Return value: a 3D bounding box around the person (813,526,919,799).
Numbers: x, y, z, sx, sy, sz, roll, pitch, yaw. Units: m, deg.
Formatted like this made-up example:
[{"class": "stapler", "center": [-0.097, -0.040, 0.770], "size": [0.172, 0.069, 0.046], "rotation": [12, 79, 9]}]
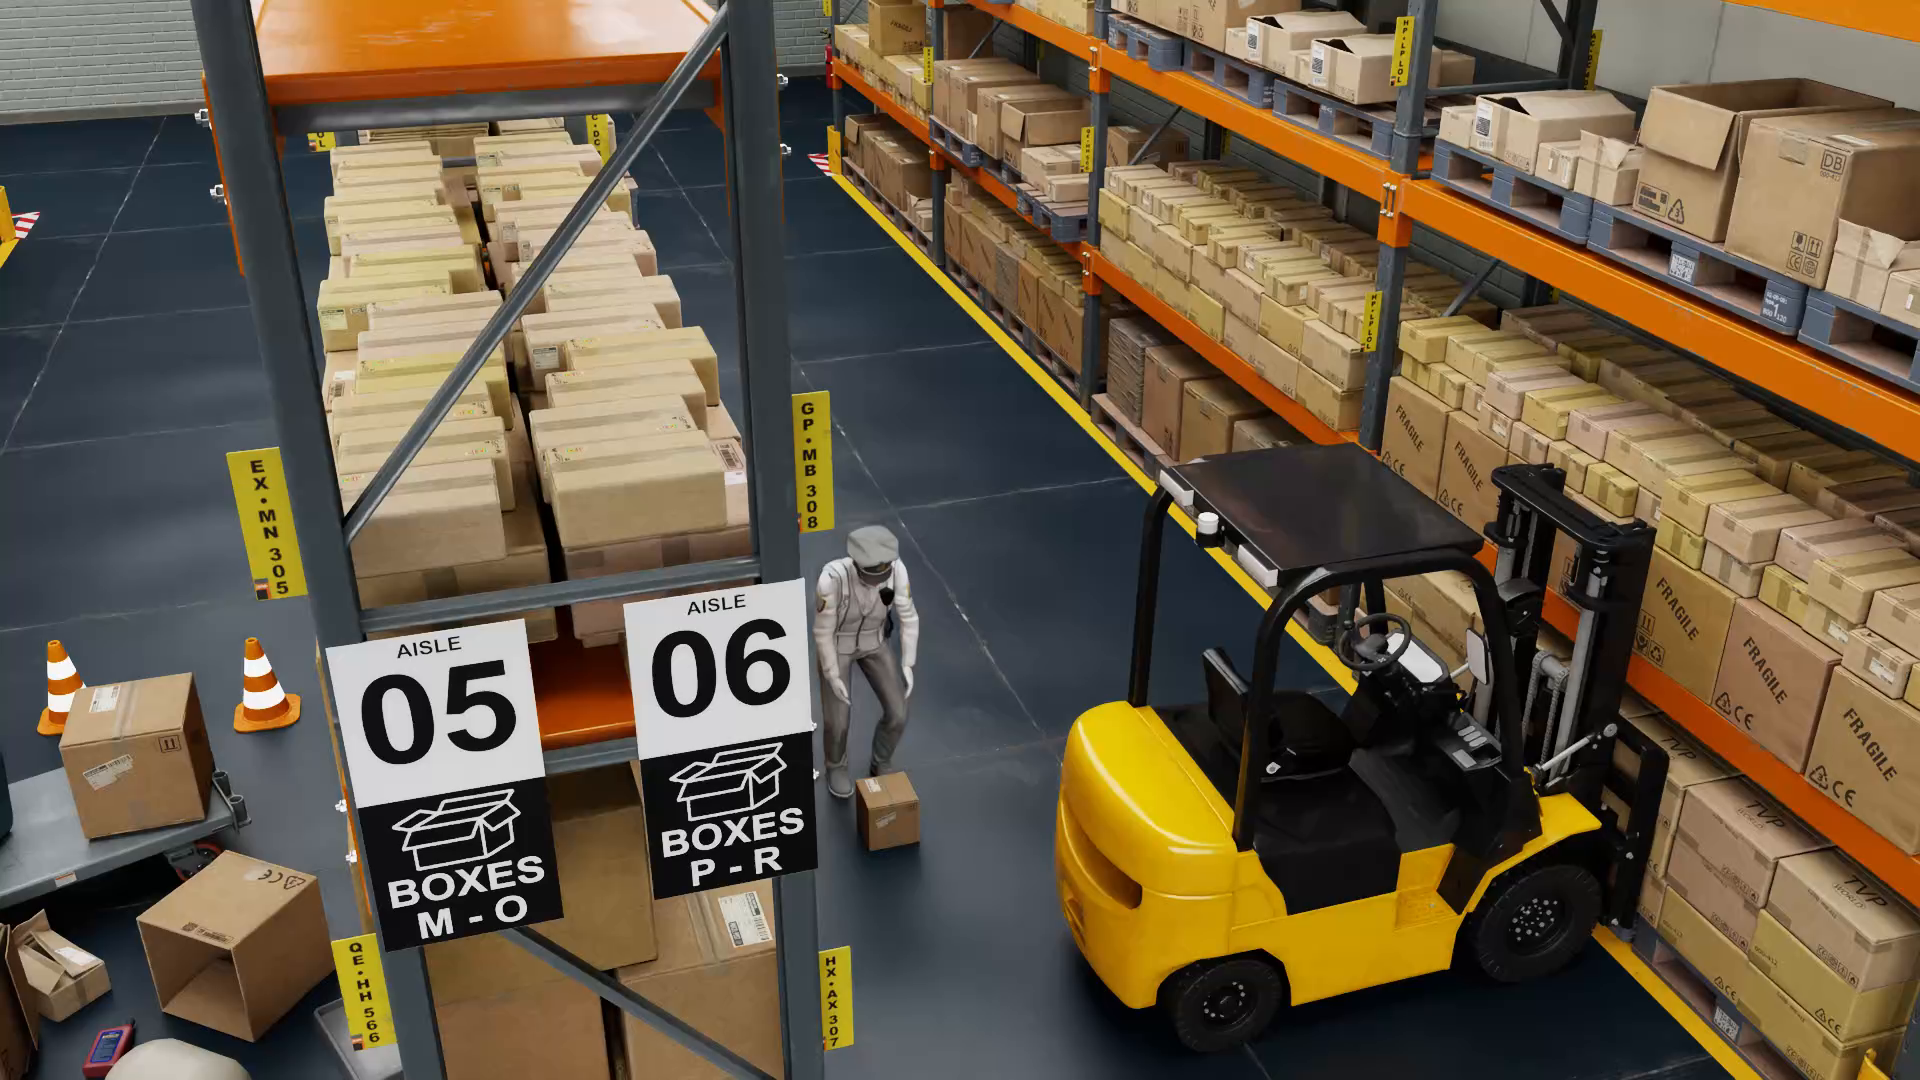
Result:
[{"class": "person", "center": [-0.461, 0.575, 8.157], "size": [0.529, 1.501, 0.612], "rotation": [-8, 28, -15]}]
